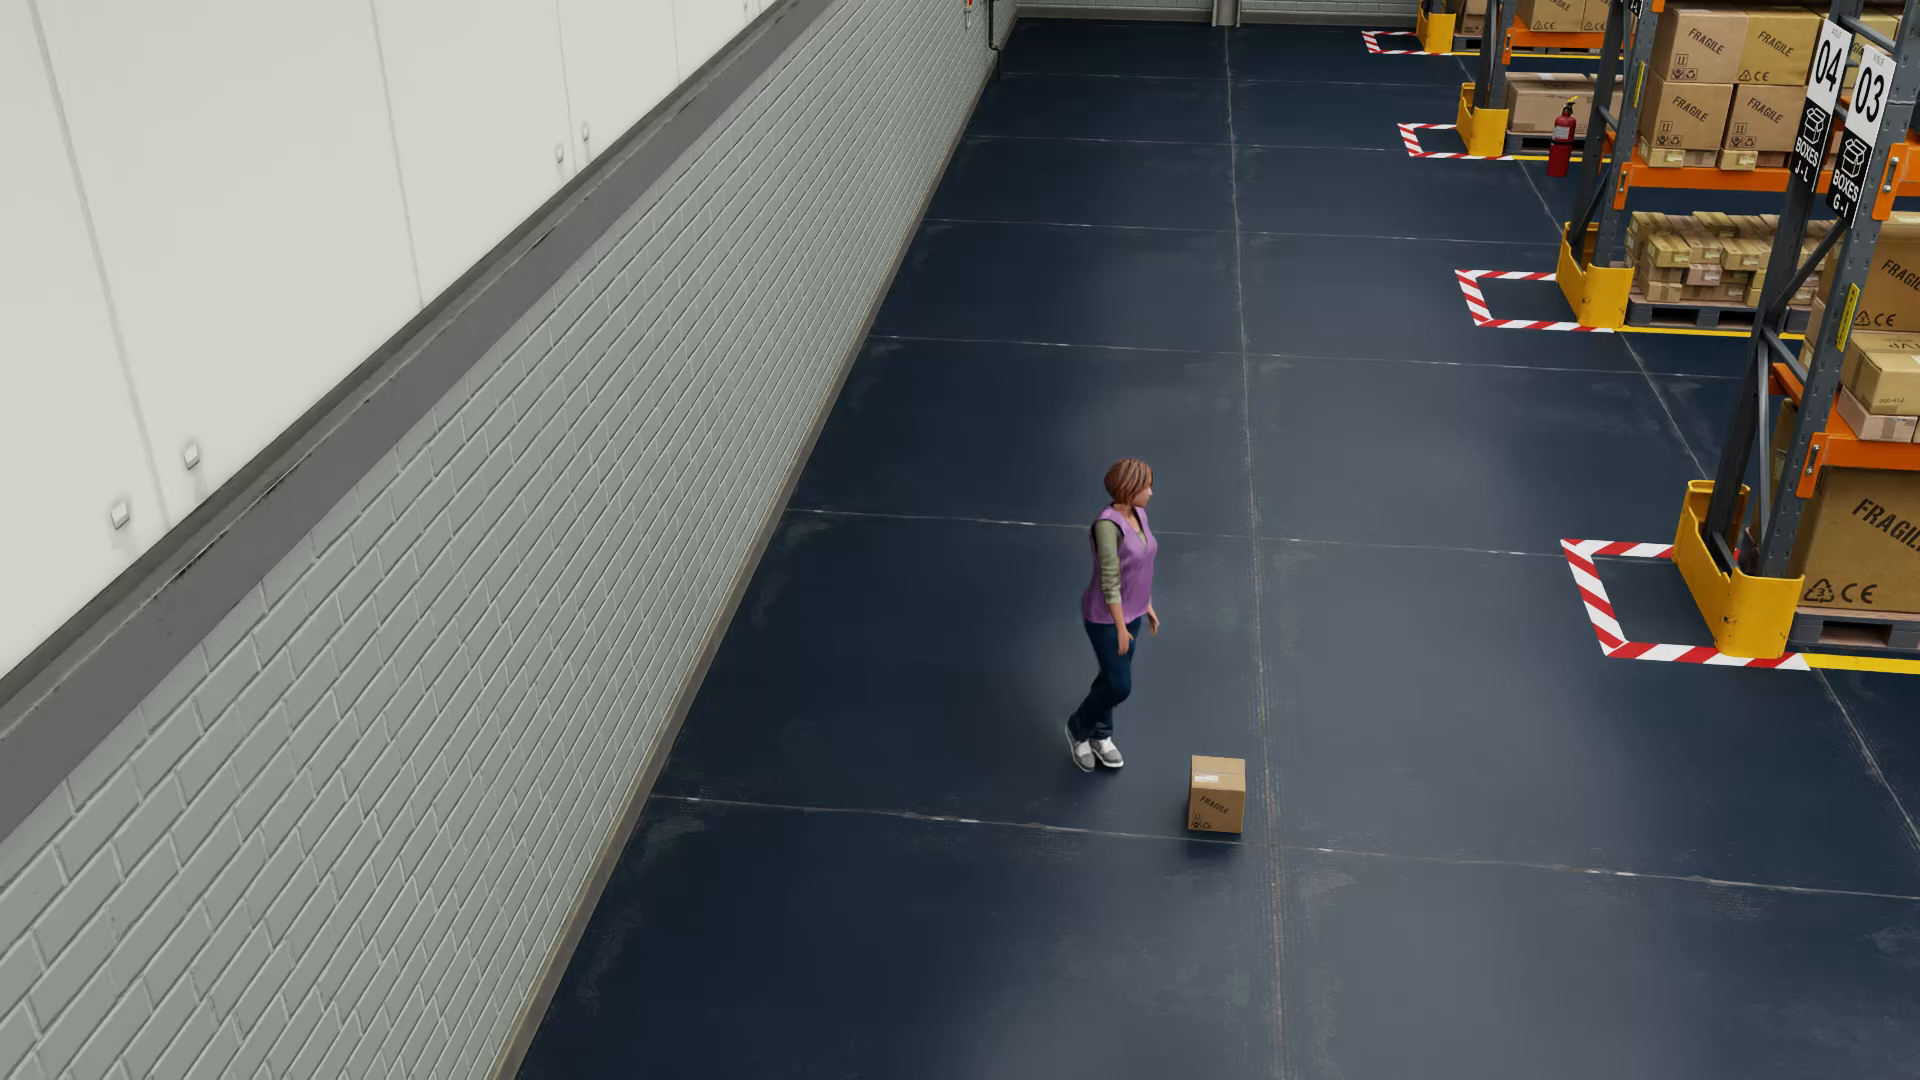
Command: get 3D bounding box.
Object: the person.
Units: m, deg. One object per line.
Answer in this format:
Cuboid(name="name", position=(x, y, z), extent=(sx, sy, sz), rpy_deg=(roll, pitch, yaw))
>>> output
Cuboid(name="person", position=(0.752, 0.375, 7.960), extent=(0.361, 1.593, 0.433), rpy_deg=(22, 35, 34))
